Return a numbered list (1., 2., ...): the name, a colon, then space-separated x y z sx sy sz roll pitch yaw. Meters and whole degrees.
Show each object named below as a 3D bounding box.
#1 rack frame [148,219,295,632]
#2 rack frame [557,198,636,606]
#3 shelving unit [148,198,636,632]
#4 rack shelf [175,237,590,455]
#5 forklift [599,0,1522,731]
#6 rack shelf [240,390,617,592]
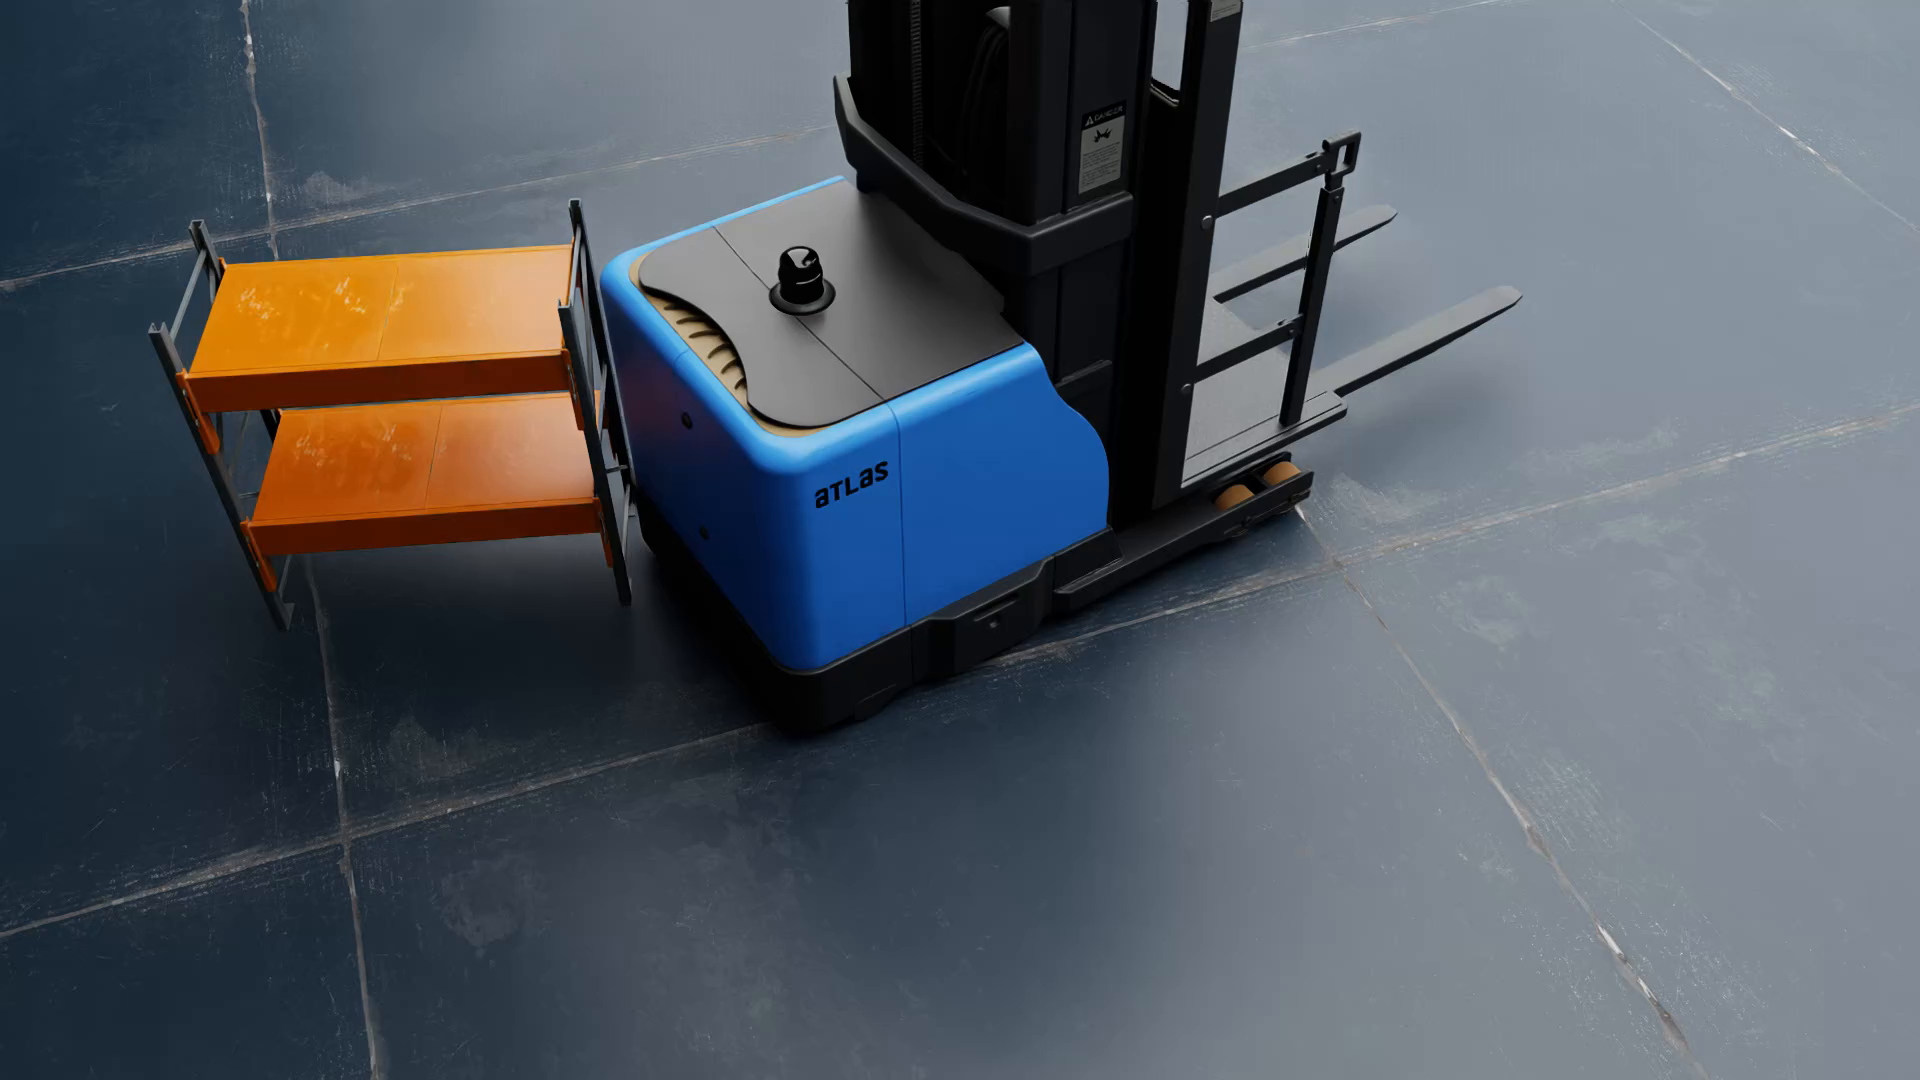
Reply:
1. rack frame: -2.052 -0.300 4.754 0.032 1.125 0.500 -4 45 -4
2. rack frame: -1.041 -0.373 4.827 0.032 1.125 0.500 -4 45 -4
3. shelving unit: -1.546 -0.336 4.791 1.048 1.125 0.538 -4 45 -4
4. rack shelf: -1.546 -0.543 4.583 1.000 0.278 0.538 -4 45 -4
5. forklift: 0.516 -1.330 4.506 3.031 2.935 1.130 -25 50 -23
6. rack shelf: -1.546 -0.163 4.964 1.000 0.278 0.538 -4 45 -4
